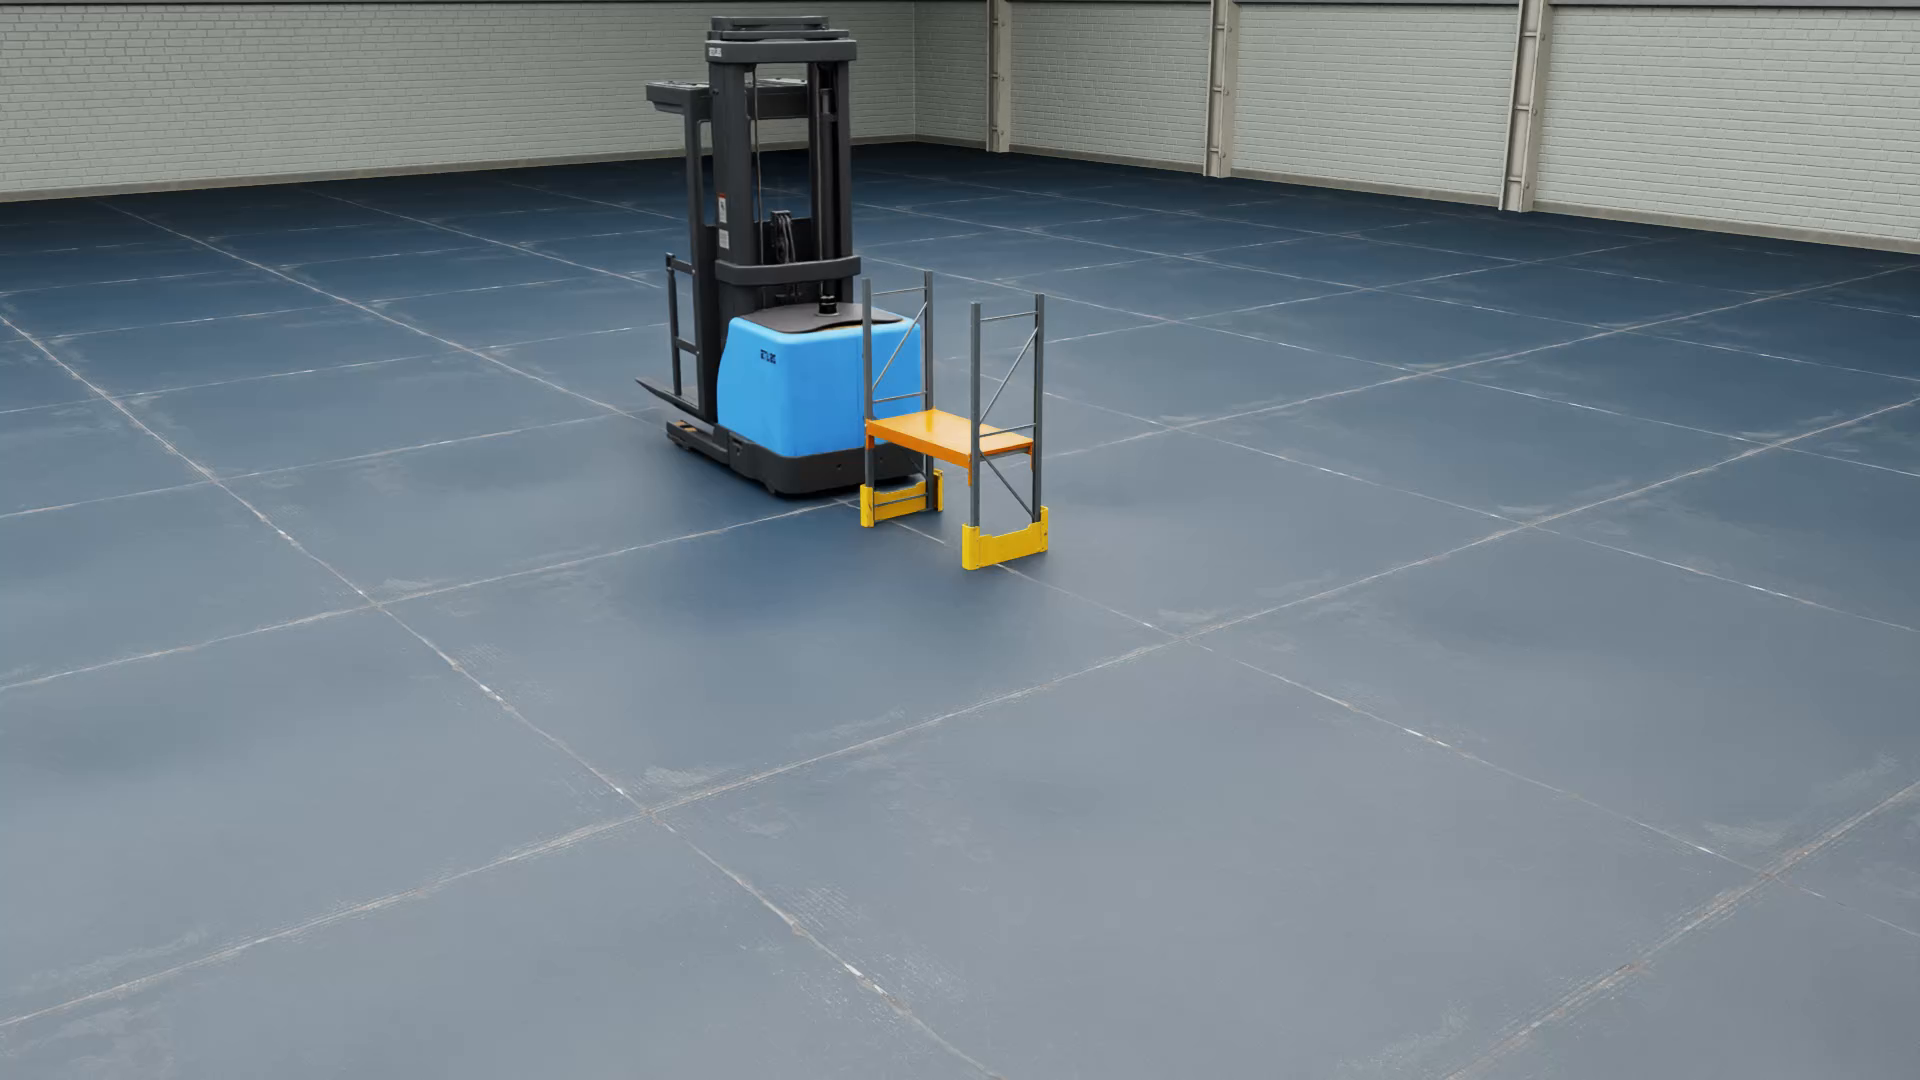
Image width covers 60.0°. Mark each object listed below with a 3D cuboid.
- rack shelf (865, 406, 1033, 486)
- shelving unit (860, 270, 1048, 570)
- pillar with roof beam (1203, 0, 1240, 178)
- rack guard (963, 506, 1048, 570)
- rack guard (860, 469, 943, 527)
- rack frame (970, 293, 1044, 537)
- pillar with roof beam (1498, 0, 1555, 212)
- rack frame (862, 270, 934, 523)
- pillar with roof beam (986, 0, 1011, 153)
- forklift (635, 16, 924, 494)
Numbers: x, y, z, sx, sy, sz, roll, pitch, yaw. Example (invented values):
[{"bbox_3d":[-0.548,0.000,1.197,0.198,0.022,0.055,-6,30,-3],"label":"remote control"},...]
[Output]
[{"bbox_3d":[-0.053,-0.562,9.747,0.538,0.185,1.000,-14,23,-36],"label":"rack shelf"},{"bbox_3d":[-0.047,-0.731,9.683,0.587,1.500,1.083,-14,23,-36],"label":"shelving unit"},{"bbox_3d":[1.121,-9.788,25.108,9.100,9.000,0.400,-14,23,-36],"label":"pillar with roof beam"},{"bbox_3d":[0.262,-0.015,9.509,0.587,0.250,0.087,-14,23,-36],"label":"rack guard"},{"bbox_3d":[-0.357,-0.260,10.251,0.587,0.250,0.087,-14,23,-36],"label":"rack guard"},{"bbox_3d":[0.263,-0.608,9.312,0.500,1.500,0.032,-14,23,-36],"label":"rack frame"},{"bbox_3d":[4.846,-8.310,20.643,9.100,9.000,0.400,-14,23,-36],"label":"pillar with roof beam"},{"bbox_3d":[-0.369,-0.858,10.069,0.500,1.500,0.032,-14,23,-36],"label":"rack frame"},{"bbox_3d":[-2.604,-11.267,29.573,9.100,9.000,0.400,-14,23,-36],"label":"pillar with roof beam"},{"bbox_3d":[-1.445,-2.092,11.517,1.130,2.935,3.031,-11,21,-30],"label":"forklift"}]
